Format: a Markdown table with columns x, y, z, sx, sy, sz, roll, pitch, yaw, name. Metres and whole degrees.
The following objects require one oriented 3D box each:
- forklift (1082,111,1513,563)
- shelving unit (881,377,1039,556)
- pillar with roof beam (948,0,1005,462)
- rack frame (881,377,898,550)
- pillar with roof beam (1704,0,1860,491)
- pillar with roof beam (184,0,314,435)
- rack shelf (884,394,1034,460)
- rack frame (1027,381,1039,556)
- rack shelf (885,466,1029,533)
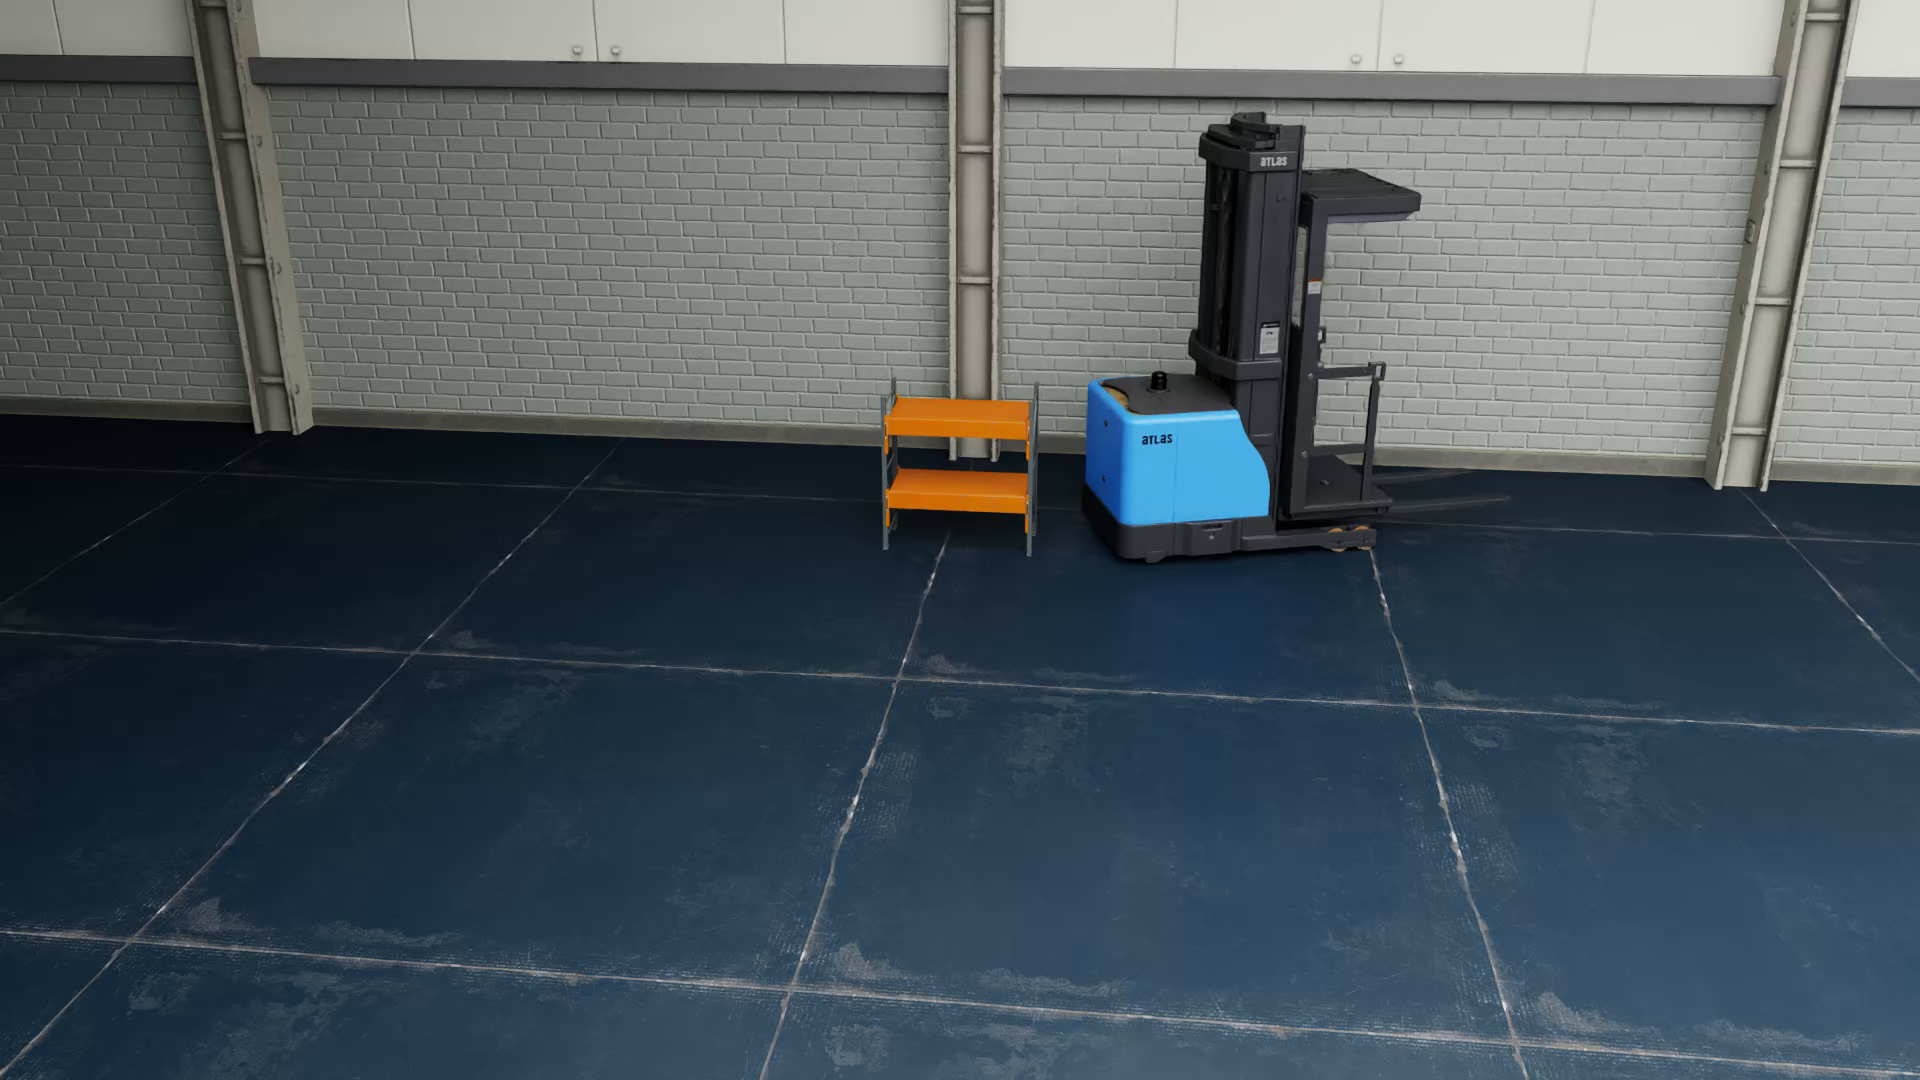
| x | y | z | sx | sy | sz | roll | pitch | yaw | name |
| --- | --- | --- | --- | --- | --- | --- | --- | --- | --- |
| 2.474 | -1.463 | 11.654 | 3.031 | 2.935 | 1.130 | -4 | 22 | -11 | forklift |
| 0.007 | -0.523 | 11.732 | 1.048 | 1.125 | 0.538 | 2 | 22 | 6 | shelving unit |
| -0.381 | -3.316 | 8.089 | 0.400 | 9.000 | 9.100 | 2 | 22 | 6 | pillar with roof beam |
| -0.498 | -0.545 | 11.788 | 0.032 | 1.125 | 0.500 | 2 | 22 | 6 | rack frame |
| 5.577 | -3.057 | 7.432 | 0.400 | 9.000 | 9.100 | 2 | 22 | 6 | pillar with roof beam |
| -6.339 | -3.576 | 8.745 | 0.400 | 9.000 | 9.100 | 2 | 22 | 6 | pillar with roof beam |
| 0.007 | -0.795 | 11.625 | 1.000 | 0.278 | 0.538 | 2 | 22 | 6 | rack shelf |
| 0.512 | -0.501 | 11.677 | 0.032 | 1.125 | 0.500 | 2 | 22 | 6 | rack frame |
| 0.007 | -0.295 | 11.822 | 1.000 | 0.278 | 0.538 | 2 | 22 | 6 | rack shelf |
